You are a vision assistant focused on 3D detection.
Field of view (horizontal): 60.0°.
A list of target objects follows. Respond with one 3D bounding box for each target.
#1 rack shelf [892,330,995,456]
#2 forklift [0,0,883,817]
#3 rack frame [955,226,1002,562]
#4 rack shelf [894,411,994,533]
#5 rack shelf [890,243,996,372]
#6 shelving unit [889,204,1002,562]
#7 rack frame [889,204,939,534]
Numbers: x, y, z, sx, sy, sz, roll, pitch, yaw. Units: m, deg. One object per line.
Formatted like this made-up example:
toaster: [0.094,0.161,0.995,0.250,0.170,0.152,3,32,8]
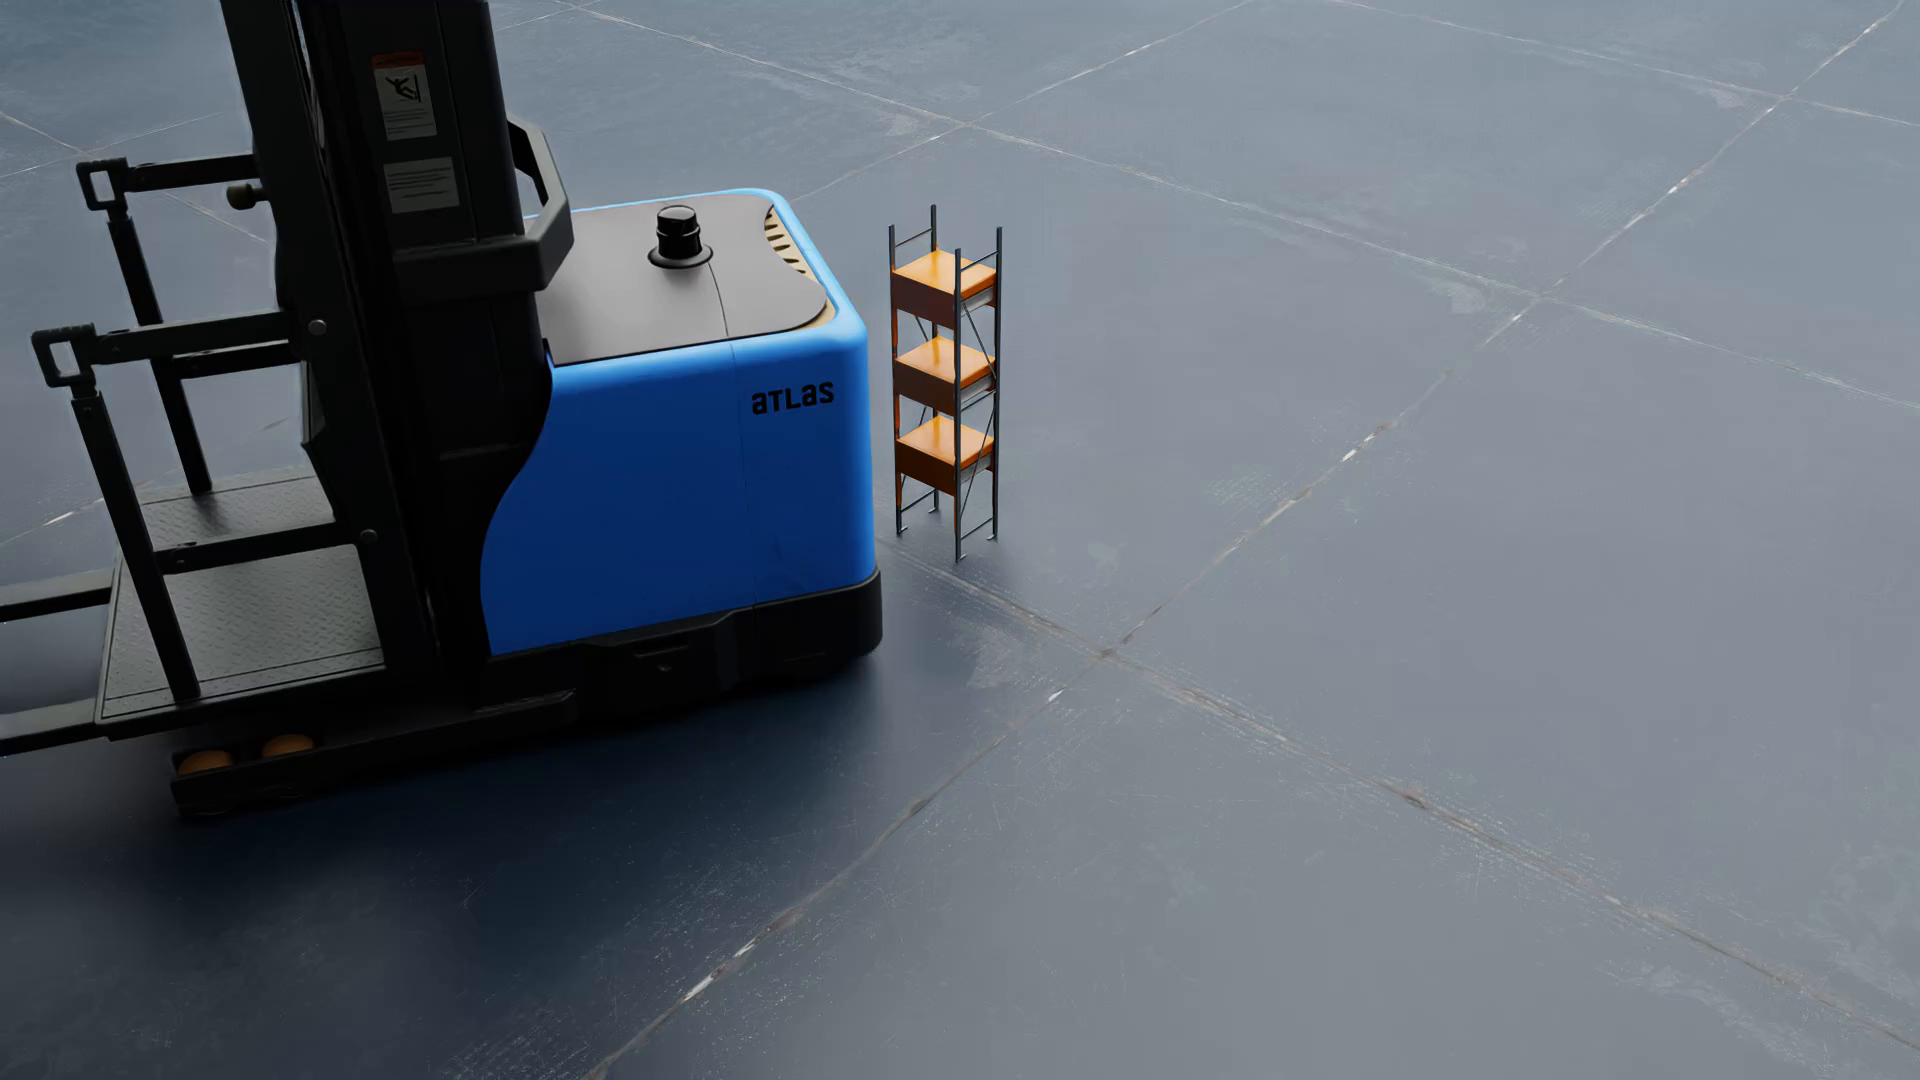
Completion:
rack shelf: [-0.041,-0.443,4.987,0.240,0.259,0.215,25,42,32]
forklift: [-1.794,-0.845,3.891,3.031,2.935,1.130,-11,36,-15]
rack frame: [0.053,-0.408,4.917,0.008,1.050,0.200,25,42,32]
rack shelf: [-0.041,-0.214,5.144,0.240,0.259,0.215,25,42,32]
rack shelf: [-0.041,-0.677,4.826,0.240,0.259,0.215,25,42,32]
shelving unit: [-0.041,-0.452,4.981,0.252,1.050,0.215,25,42,32]
rack frame: [-0.135,-0.496,5.045,0.008,1.050,0.200,25,42,32]
